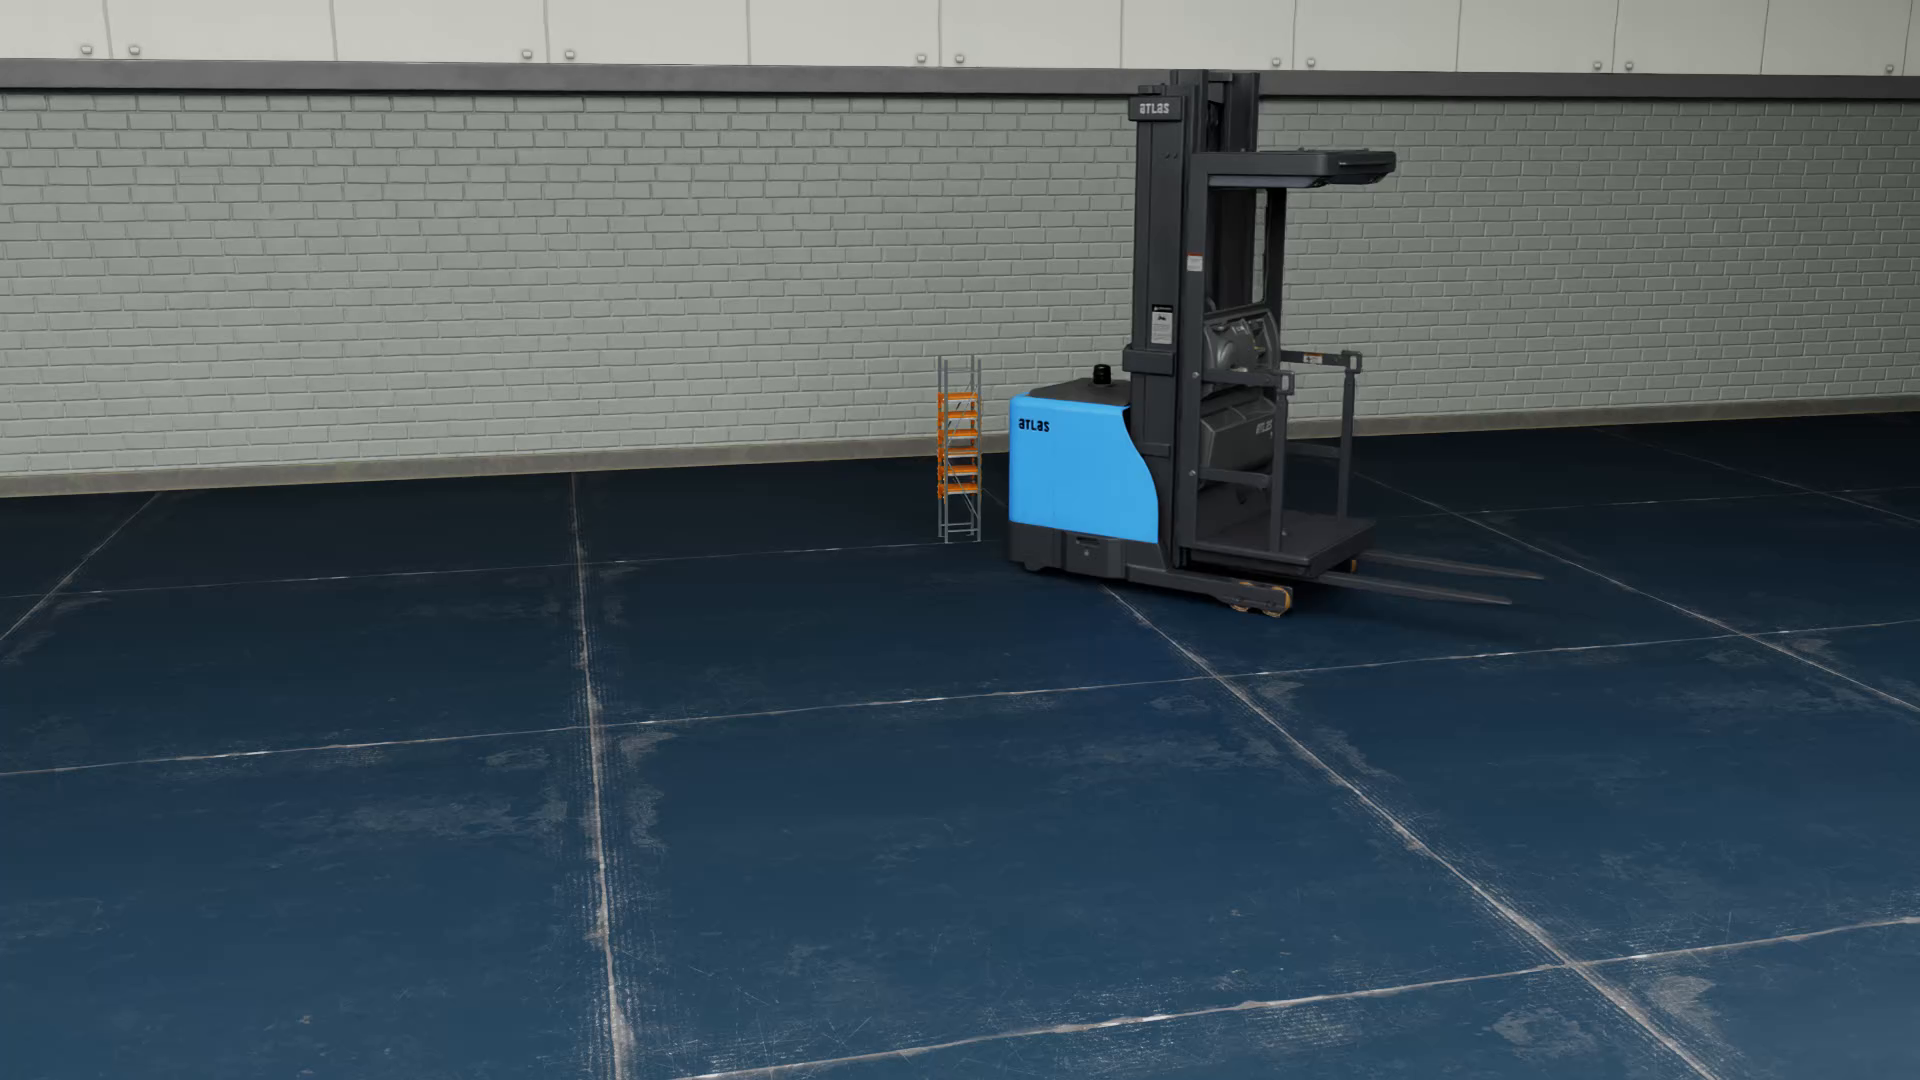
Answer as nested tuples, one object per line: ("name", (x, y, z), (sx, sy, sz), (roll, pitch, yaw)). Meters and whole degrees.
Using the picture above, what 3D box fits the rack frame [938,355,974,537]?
("rack frame", (-0.025, -0.607, 10.885), (0.240, 1.200, 0.006), (-3, 14, -13))

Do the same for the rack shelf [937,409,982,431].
("rack shelf", (-0.003, -0.776, 10.752), (0.258, 0.103, 0.180), (-3, 14, -13))

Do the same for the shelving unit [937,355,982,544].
("shelving unit", (-0.003, -0.586, 10.798), (0.258, 1.200, 0.189), (-3, 14, -13))

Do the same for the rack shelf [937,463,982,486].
("rack shelf", (-0.003, -0.426, 10.837), (0.258, 0.103, 0.180), (-3, 14, -13))

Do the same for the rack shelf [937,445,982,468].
("rack shelf", (-0.003, -0.543, 10.809), (0.258, 0.103, 0.180), (-3, 14, -13))

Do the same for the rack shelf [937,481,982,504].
("rack shelf", (-0.003, -0.310, 10.866), (0.258, 0.103, 0.180), (-3, 14, -13))

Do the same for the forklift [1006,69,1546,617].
("forklift", (1.789, -1.142, 9.426), (3.031, 2.935, 1.130), (9, 16, 33))

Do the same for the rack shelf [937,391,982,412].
("rack shelf", (-0.003, -0.893, 10.723), (0.258, 0.103, 0.180), (-3, 14, -13))

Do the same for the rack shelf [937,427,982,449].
("rack shelf", (-0.003, -0.660, 10.780), (0.258, 0.103, 0.180), (-3, 14, -13))

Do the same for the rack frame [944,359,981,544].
("rack frame", (0.018, -0.565, 10.712), (0.240, 1.200, 0.006), (-3, 14, -13))
